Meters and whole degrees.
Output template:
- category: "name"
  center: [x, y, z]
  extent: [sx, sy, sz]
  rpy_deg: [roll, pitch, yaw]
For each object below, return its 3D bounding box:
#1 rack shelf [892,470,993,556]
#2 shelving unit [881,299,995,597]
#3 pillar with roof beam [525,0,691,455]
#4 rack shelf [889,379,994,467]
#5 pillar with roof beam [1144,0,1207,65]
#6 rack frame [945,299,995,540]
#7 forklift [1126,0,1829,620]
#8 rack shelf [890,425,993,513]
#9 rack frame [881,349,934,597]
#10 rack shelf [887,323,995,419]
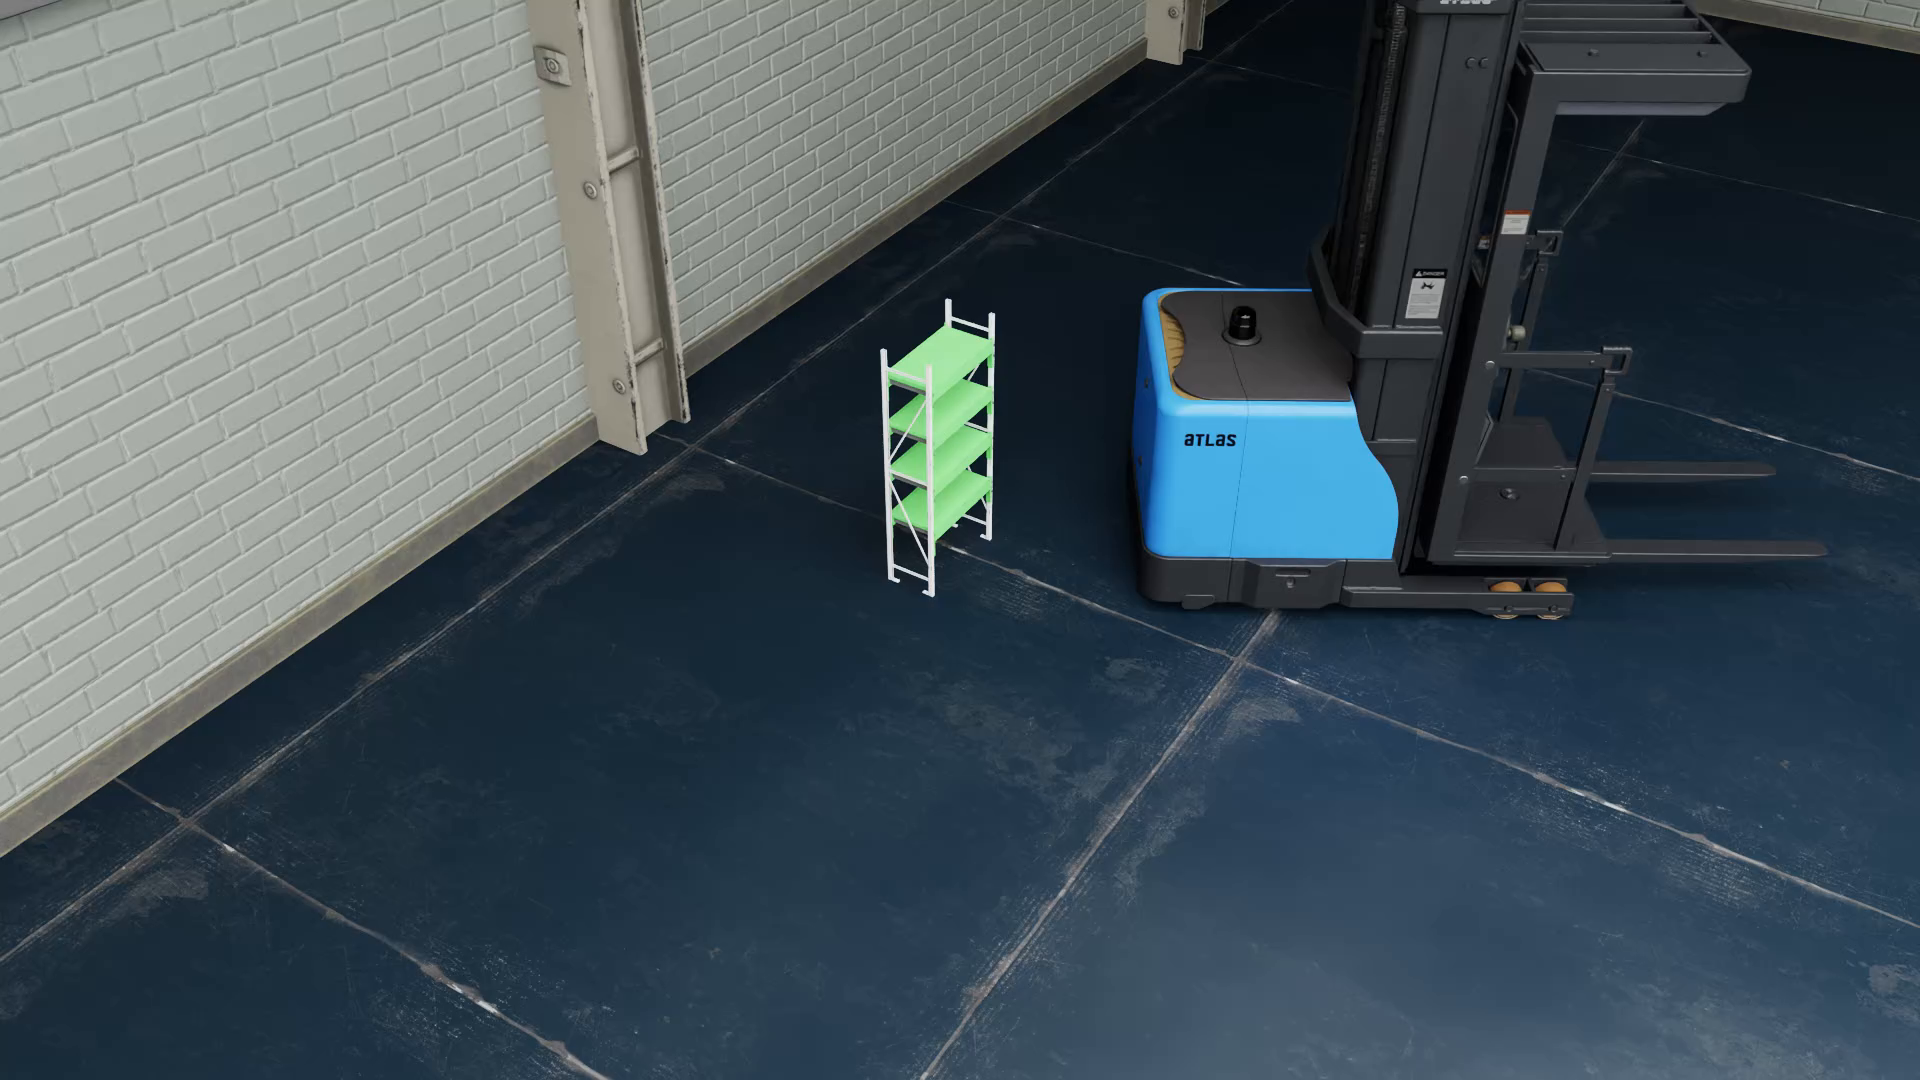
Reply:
- category: "rack shelf"
  center: [-0.089, -0.149, 7.459]
  extent: [0.258, 0.148, 0.480]
  rpy_deg: [21, 42, 25]
- category: "shelving unit"
  center: [-0.089, -0.390, 7.273]
  extent: [0.258, 1.200, 0.503]
  rpy_deg: [21, 42, 25]
- category: "pillar with roof beam"
  center: [2.018, -2.729, 3.919]
  extent: [9.100, 9.000, 0.400]
  rpy_deg: [21, 42, 25]
- category: "rack shelf"
  center: [-0.089, -0.529, 7.165]
  extent: [0.258, 0.148, 0.480]
  rpy_deg: [21, 42, 25]
- category: "pillar with roof beam"
  center: [5.233, -5.822, 7.932]
  extent: [9.100, 9.000, 0.400]
  rpy_deg: [21, 42, 25]
- category: "rack frame"
  center: [0.042, -0.516, 7.436]
  extent: [0.240, 1.200, 0.015]
  rpy_deg: [21, 42, 25]
- category: "forklift"
  center: [2.311, -1.141, 6.829]
  extent: [3.031, 2.935, 1.130]
  rpy_deg: [0, 38, 1]
- category: "rack shelf"
  center: [-0.089, -0.339, 7.312]
  extent: [0.258, 0.148, 0.480]
  rpy_deg: [21, 42, 25]
- category: "rack frame"
  center: [-0.219, -0.264, 7.110]
  extent: [0.240, 1.200, 0.015]
  rpy_deg: [21, 42, 25]
- category: "rack shelf"
  center: [-0.089, -0.719, 7.019]
  extent: [0.258, 0.148, 0.480]
  rpy_deg: [21, 42, 25]
